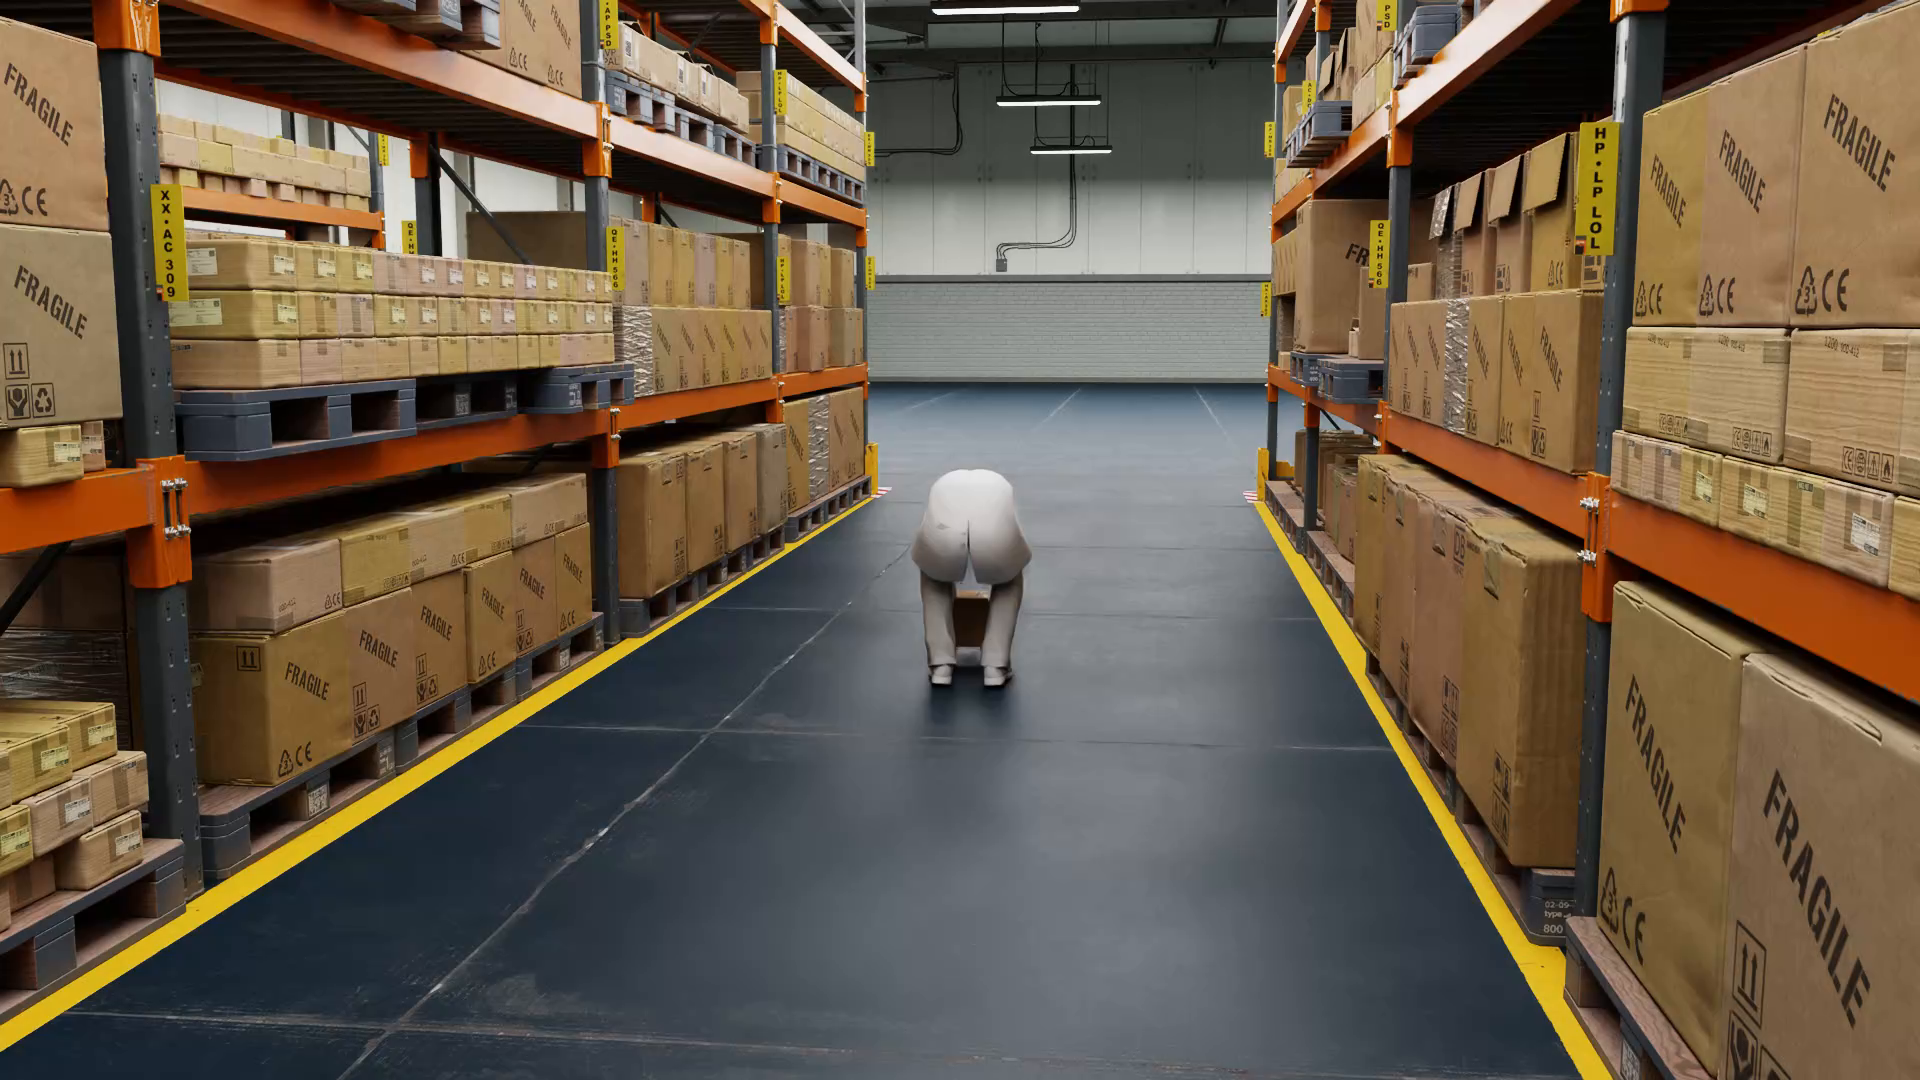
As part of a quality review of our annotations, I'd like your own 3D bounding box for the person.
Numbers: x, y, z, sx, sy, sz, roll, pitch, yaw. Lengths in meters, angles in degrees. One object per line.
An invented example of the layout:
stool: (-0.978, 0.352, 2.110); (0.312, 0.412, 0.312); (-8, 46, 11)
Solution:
person: (0.025, -0.198, 7.871); (0.642, 1.772, 0.429); (0, 7, 4)
